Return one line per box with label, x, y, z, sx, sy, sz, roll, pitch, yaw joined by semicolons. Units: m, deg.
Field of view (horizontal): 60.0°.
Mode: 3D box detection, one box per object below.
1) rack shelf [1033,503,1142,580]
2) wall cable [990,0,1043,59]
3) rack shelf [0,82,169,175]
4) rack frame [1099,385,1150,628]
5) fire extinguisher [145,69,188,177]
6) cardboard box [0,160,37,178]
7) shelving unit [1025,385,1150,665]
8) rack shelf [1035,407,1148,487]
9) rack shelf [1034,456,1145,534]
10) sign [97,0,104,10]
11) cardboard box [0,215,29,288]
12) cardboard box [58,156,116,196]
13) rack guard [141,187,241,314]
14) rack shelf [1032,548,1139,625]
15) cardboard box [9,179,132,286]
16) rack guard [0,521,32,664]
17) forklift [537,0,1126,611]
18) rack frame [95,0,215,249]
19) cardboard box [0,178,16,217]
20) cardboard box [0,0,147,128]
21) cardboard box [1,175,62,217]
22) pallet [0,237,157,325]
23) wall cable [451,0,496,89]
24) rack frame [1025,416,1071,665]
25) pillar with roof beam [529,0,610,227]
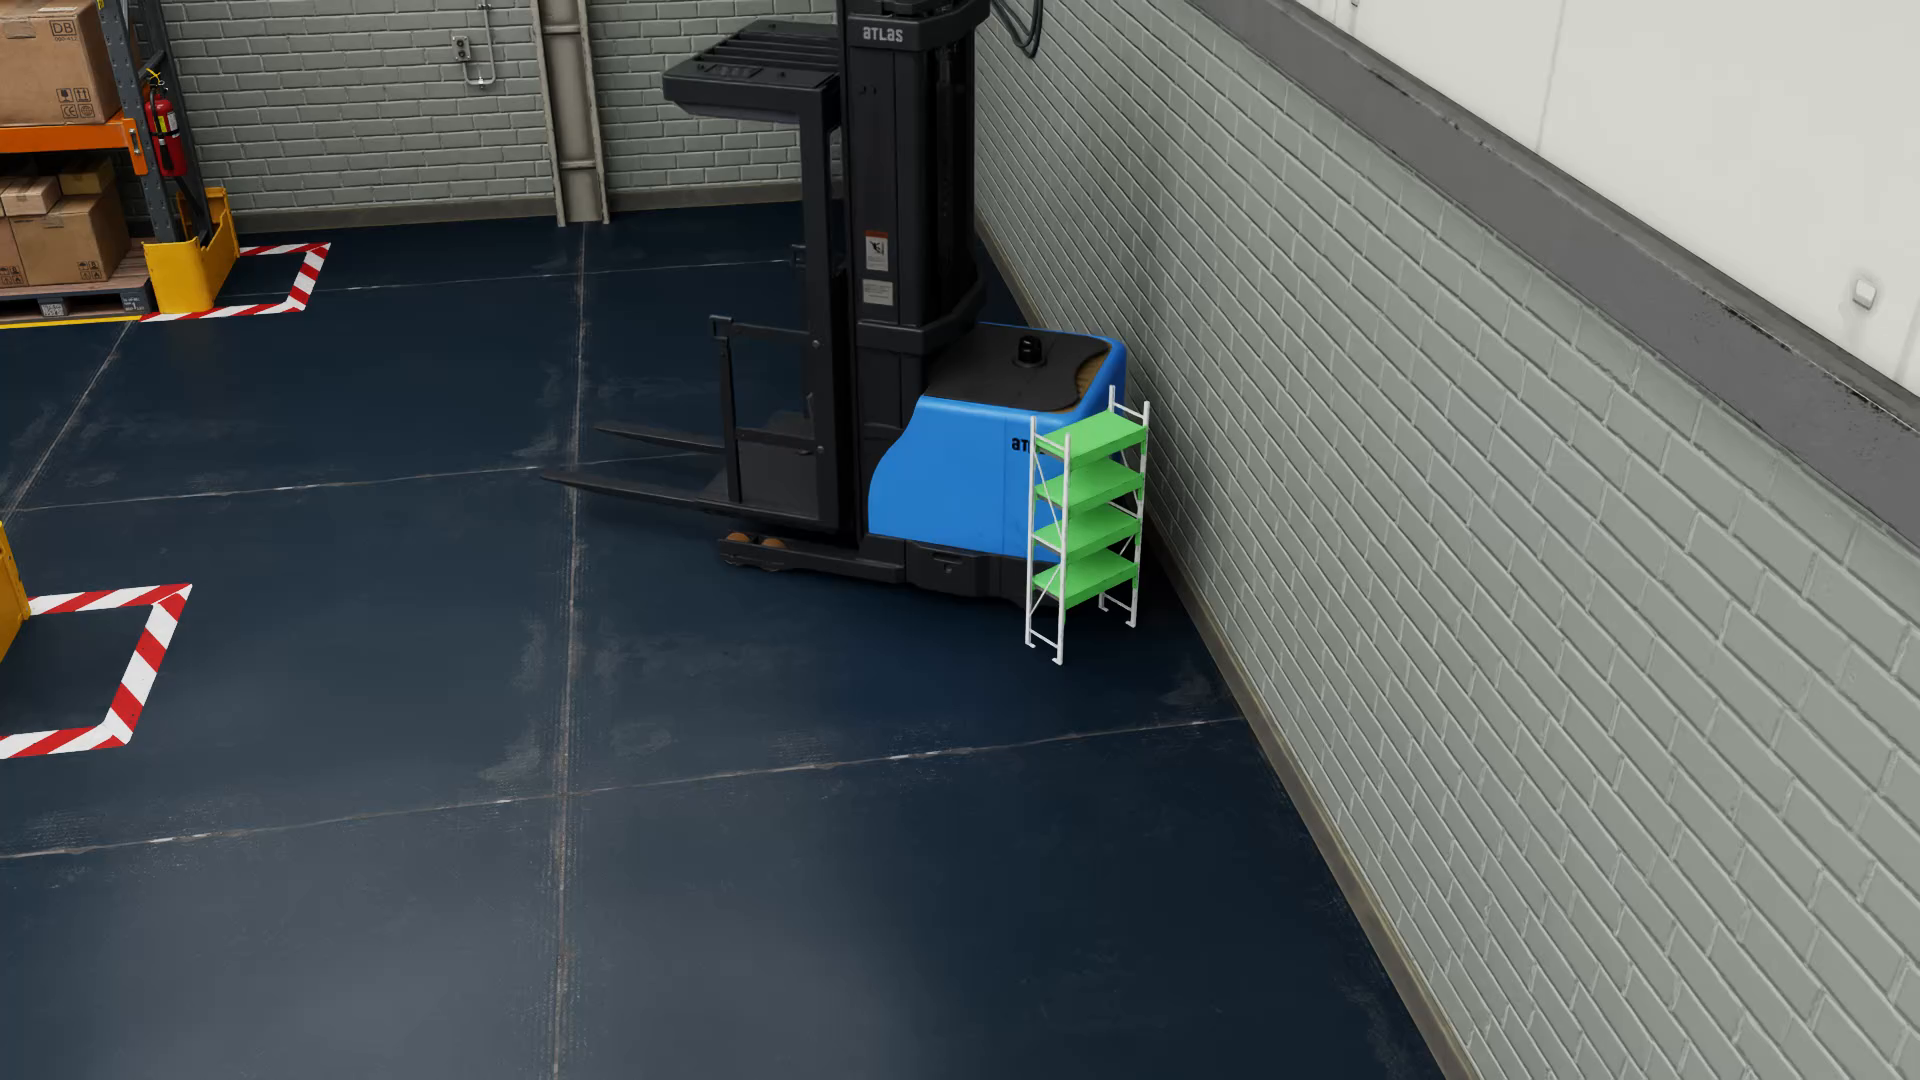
rack shelf;0.581;-0.007;7.704;0.480;0.148;0.258;-23;38;-34
wall cable;0.184;-4.721;10.965;0.112;2.526;3.097;-5;31;-9
rack shelf;-7.411;-2.643;10.995;4.000;0.370;1.077;-5;31;-9
rack frame;0.766;-0.143;7.809;0.015;1.200;0.240;-23;38;-34
fire extinguisher;-5.212;-2.725;10.870;0.183;0.674;0.296;-5;31;-9
cardboard box;-6.526;-2.469;11.402;0.250;0.149;0.380;-5;31;-9
shelving unit;0.581;-0.062;7.672;0.503;1.200;0.258;-23;38;-34
rack shelf;0.581;-0.421;7.461;0.480;0.148;0.258;-23;38;-34
rack shelf;0.581;-0.214;7.583;0.480;0.148;0.258;-23;38;-34
sign;-5.360;-3.465;10.308;0.005;0.325;0.100;-5;31;-9
cardboard box;-6.606;-2.080;11.379;0.500;0.500;0.700;-5;31;-9
cardboard box;-6.027;-2.516;11.482;0.250;0.149;0.380;-5;31;-9
rack guard;-5.420;-2.060;11.761;0.348;0.500;1.175;-5;31;-9
rack shelf;0.581;0.200;7.826;0.480;0.148;0.258;-23;38;-34
cardboard box;-6.114;-2.125;11.457;0.500;0.500;0.700;-5;31;-9
rack guard;-4.623;0.418;7.545;0.348;0.500;1.175;-5;31;-9
forklift;-0.726;-1.346;8.148;3.031;2.935;1.130;9;32;15
rack frame;-5.444;-3.136;11.123;0.127;3.000;1.000;-5;31;-9
cardboard box;-6.459;-2.279;11.078;0.250;0.149;0.380;-5;31;-8
cardboard box;-5.944;-3.213;10.960;0.700;0.700;0.980;-4;31;-7
cardboard box;-6.208;-2.302;11.118;0.250;0.149;0.380;-6;31;-10
pallet;-6.216;-1.822;11.640;1.213;0.211;1.003;-5;31;-9
wall cable;-4.355;-4.162;11.867;1.851;1.984;0.084;-5;31;-9
rack frame;0.395;0.018;7.535;0.015;1.200;0.240;-23;38;-34
pillar with roof beam;-2.168;-4.253;7.105;0.400;9.000;9.100;-5;31;-9
